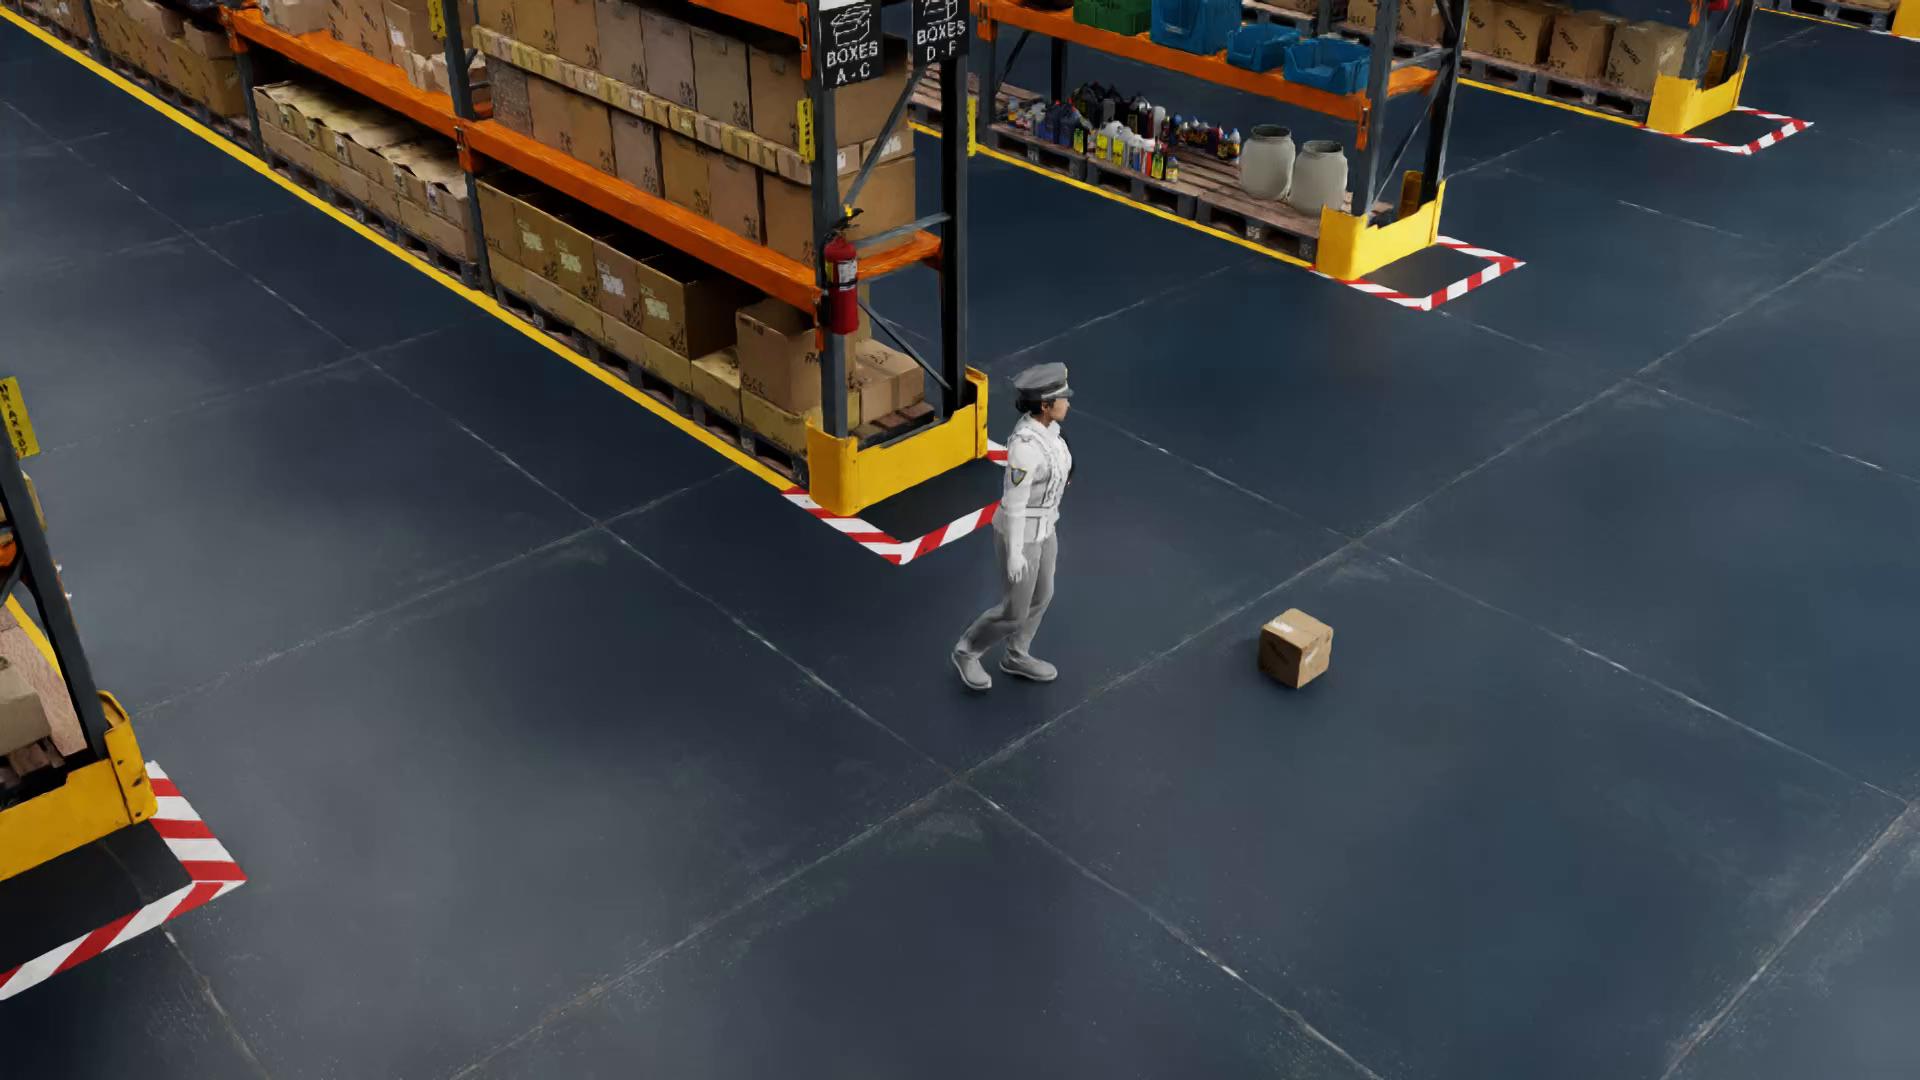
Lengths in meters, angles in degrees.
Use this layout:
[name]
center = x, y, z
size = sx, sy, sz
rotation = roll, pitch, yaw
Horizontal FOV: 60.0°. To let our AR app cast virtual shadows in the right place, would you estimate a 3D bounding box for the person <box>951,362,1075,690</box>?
[person]
center = 0.237, -0.057, 7.781
size = 0.526, 1.670, 0.534
rotation = 9, 33, 15
